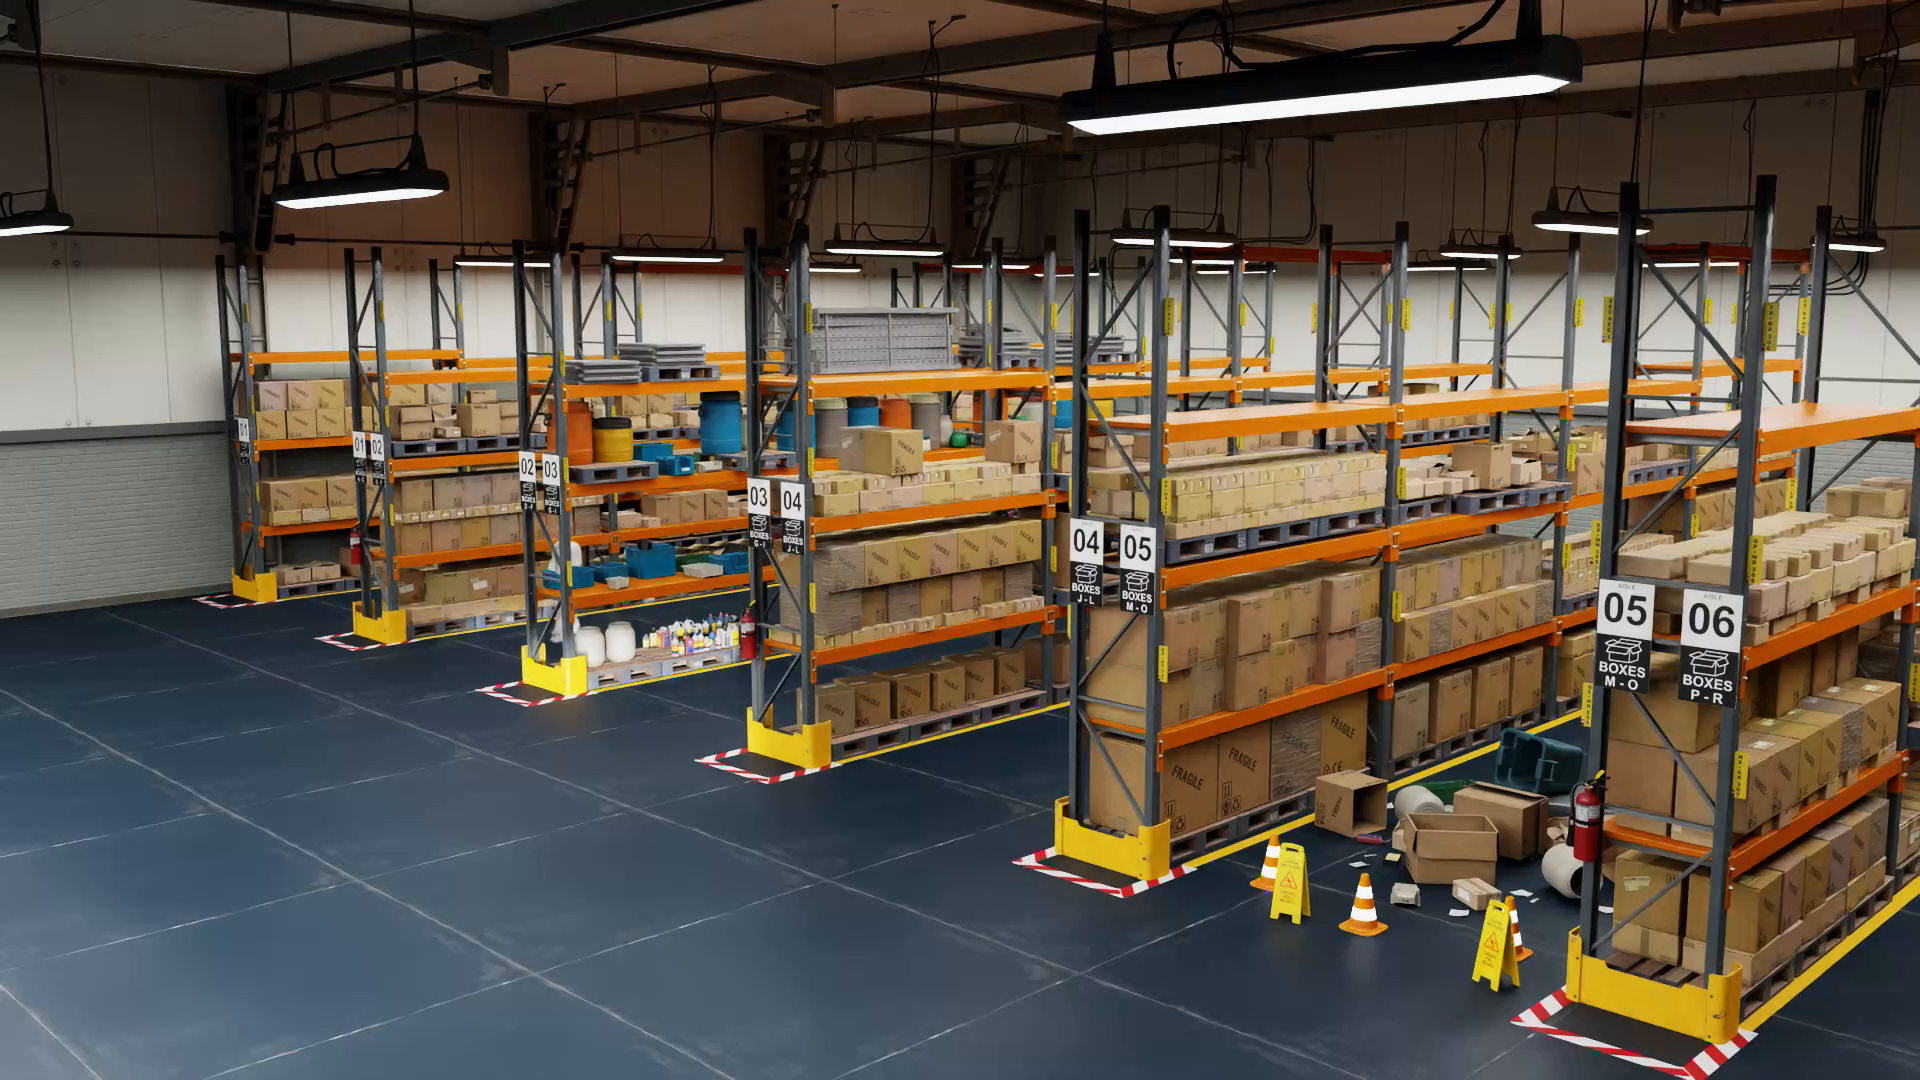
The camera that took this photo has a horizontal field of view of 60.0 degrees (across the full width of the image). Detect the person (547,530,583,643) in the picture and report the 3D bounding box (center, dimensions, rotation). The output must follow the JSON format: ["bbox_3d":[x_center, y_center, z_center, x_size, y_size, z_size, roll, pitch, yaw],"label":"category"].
[{"bbox_3d":[-6.122,0.692,25.689,0.648,1.855,0.691,8,11,43],"label":"person"}]
